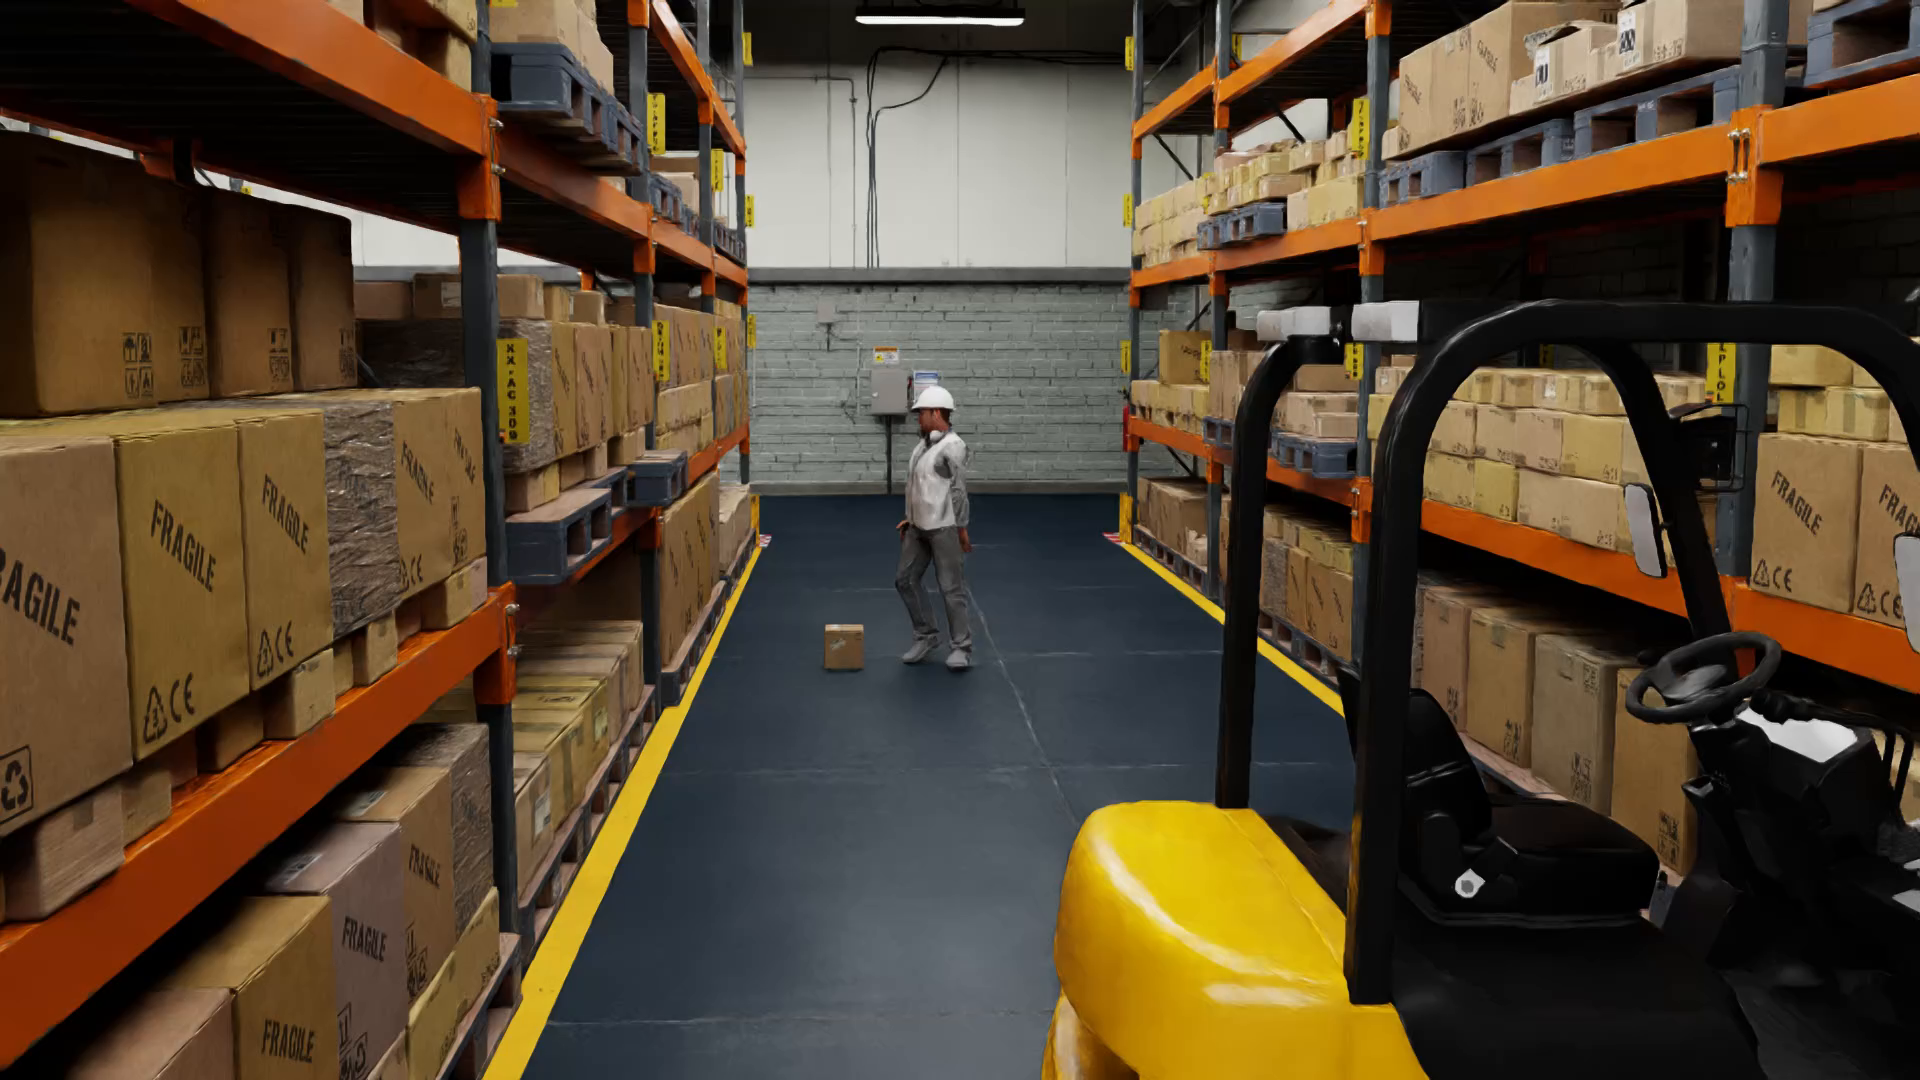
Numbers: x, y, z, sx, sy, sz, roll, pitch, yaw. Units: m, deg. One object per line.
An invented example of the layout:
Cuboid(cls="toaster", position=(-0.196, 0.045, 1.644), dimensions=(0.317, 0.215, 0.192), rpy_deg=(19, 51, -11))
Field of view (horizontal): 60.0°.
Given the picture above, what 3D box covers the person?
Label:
Cuboid(cls="person", position=(-0.163, -0.082, 10.696), dimensions=(0.386, 1.802, 0.630), rpy_deg=(-4, 8, -32))
